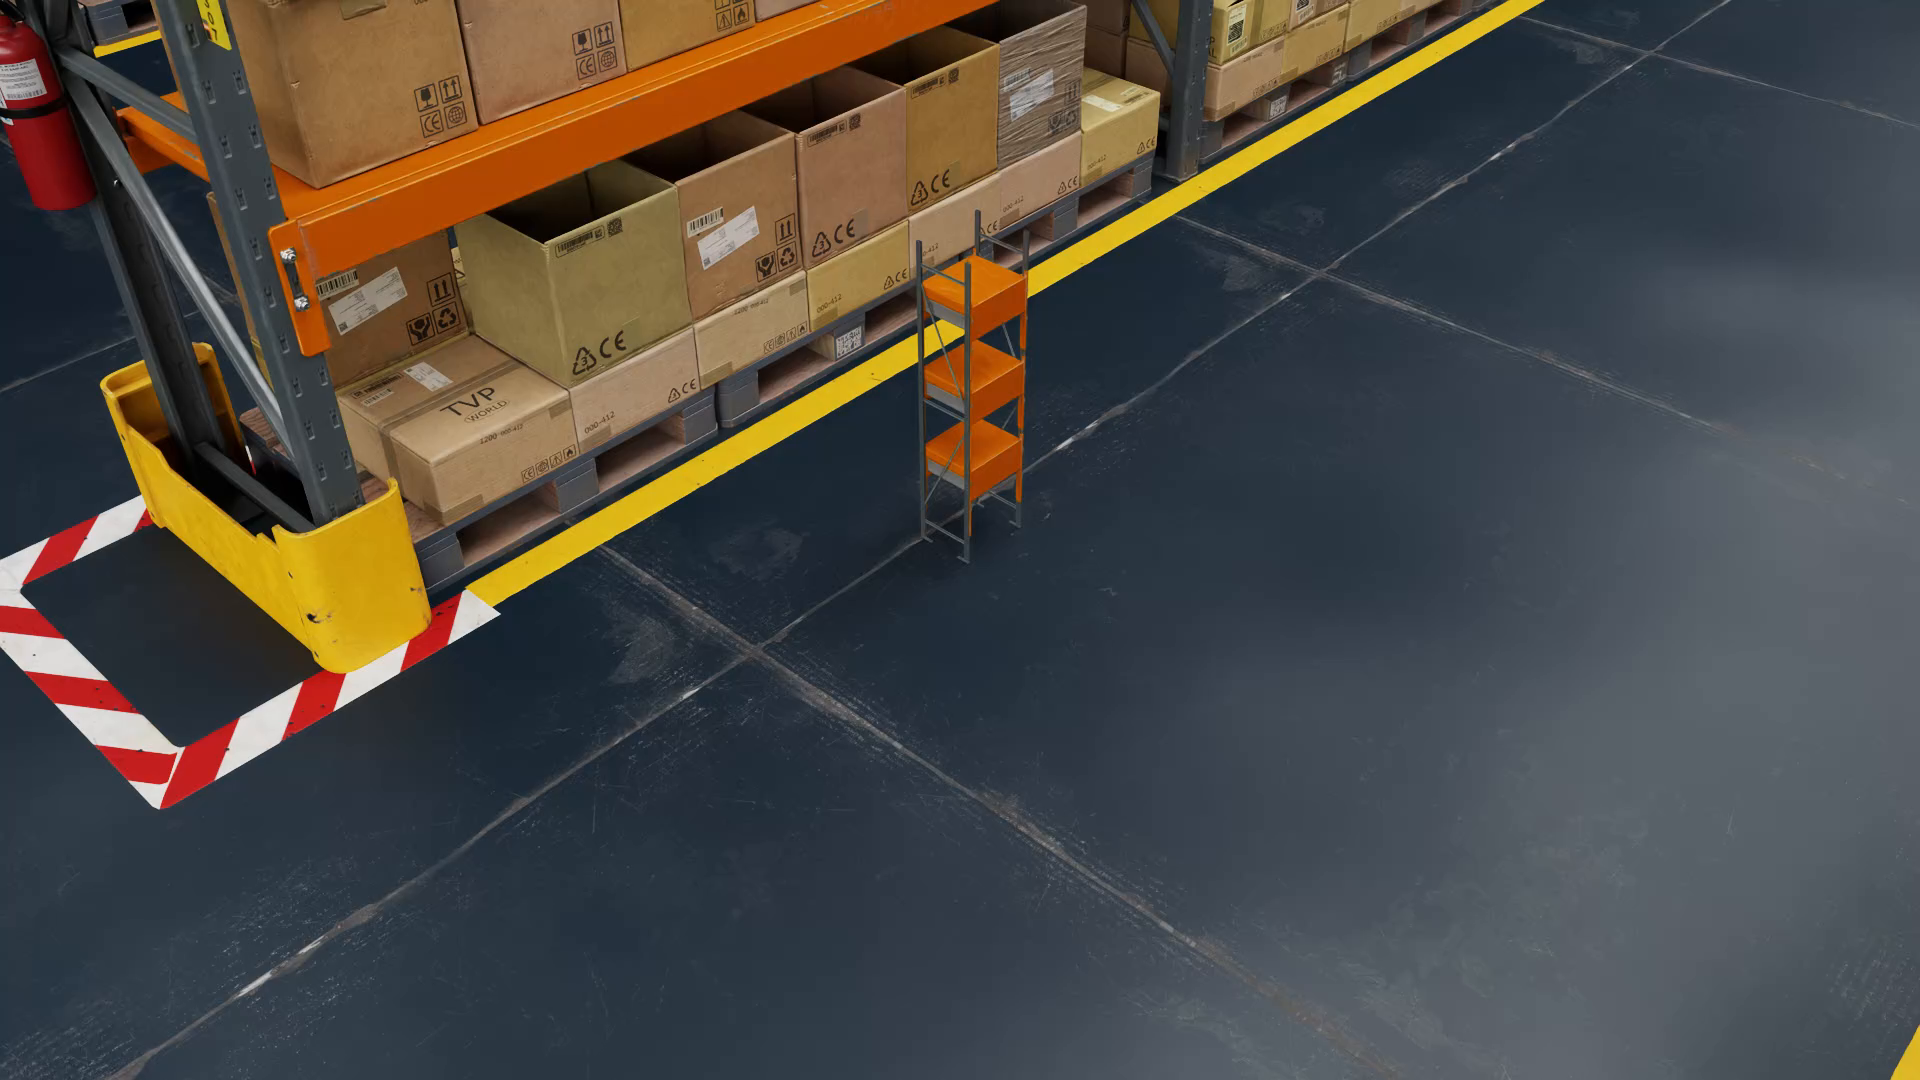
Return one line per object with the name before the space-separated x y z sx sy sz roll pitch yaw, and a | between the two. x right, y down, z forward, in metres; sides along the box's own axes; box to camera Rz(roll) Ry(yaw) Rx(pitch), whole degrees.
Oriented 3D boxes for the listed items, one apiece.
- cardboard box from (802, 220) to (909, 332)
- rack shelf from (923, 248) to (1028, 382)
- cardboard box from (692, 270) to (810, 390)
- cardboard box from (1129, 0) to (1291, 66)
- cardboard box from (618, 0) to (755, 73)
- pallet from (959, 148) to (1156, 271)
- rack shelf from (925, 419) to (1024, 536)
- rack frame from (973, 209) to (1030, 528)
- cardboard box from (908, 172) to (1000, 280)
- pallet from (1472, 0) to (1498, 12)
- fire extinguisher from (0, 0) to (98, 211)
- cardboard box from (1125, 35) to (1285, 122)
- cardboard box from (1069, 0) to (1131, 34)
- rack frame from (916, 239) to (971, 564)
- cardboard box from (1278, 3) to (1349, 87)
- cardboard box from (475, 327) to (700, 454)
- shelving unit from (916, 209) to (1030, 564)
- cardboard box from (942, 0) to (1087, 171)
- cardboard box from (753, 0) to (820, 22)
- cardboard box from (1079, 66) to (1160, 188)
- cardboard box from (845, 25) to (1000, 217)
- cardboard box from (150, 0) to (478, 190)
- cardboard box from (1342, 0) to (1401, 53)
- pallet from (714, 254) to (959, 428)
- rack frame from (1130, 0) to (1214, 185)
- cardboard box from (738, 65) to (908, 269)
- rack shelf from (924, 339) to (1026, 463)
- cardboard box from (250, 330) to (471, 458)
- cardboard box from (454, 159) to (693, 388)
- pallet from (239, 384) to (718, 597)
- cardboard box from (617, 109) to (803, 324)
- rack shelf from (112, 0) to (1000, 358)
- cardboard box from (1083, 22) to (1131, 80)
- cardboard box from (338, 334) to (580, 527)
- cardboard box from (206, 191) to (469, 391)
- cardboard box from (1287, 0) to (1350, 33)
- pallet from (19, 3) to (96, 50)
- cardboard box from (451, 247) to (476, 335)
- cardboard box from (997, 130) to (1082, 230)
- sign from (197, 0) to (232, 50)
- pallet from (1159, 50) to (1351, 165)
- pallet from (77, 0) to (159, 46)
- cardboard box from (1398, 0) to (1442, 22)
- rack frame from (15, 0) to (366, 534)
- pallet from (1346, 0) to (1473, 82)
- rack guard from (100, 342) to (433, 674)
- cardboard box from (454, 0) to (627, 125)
cardboard box | -0.534 -1.039 6.018 0.500 0.250 0.500 30 47 32
rack shelf | 0.036 -0.649 4.784 0.215 0.259 0.240 30 47 32
cardboard box | -0.875 -0.811 5.732 0.500 0.250 0.500 30 47 32
cardboard box | 1.088 -2.340 7.203 0.500 0.311 0.500 30 47 32
cardboard box | -1.059 -1.826 5.056 0.700 0.500 0.500 30 47 32
pallet | 0.058 -1.508 6.976 1.003 0.211 1.213 30 47 32
rack shelf | 0.036 -0.210 5.134 0.215 0.259 0.240 30 47 32
rack frame | 0.118 -0.492 5.025 0.200 1.050 0.008 30 47 32
cardboard box | -0.197 -1.269 6.307 0.500 0.250 0.500 30 47 32
pallet | 2.740 -3.331 9.269 1.003 0.211 1.213 30 47 32
fire extinguisher | -2.496 -1.219 4.436 0.296 0.674 0.183 30 47 32
cardboard box | 1.081 -2.116 7.373 0.500 0.250 0.500 28 47 31
cardboard box | 0.687 -2.561 7.482 0.500 0.311 0.500 30 47 32
rack frame | -0.046 -0.379 4.884 0.200 1.050 0.008 30 47 32
cardboard box | 1.427 -2.350 7.668 0.500 0.250 0.500 31 48 33
cardboard box | -1.212 -0.581 5.443 0.500 0.250 0.500 30 47 32
shelving unit | 0.036 -0.435 4.954 0.215 1.050 0.252 30 47 32
cardboard box | 0.128 -1.799 6.371 0.500 0.500 0.500 30 47 32
cardboard box | -0.706 -2.070 5.362 0.700 0.500 0.500 31 48 33
cardboard box | 0.474 -1.730 6.887 0.500 0.250 0.500 30 47 32
cardboard box | -0.206 -1.567 6.080 0.500 0.500 0.500 30 47 32
cardboard box | -1.748 -1.357 4.466 0.700 0.500 0.500 30 47 32
cardboard box | 1.774 -2.589 7.968 0.500 0.250 0.500 28 46 31
pallet | -0.765 -0.944 6.268 1.003 0.211 1.213 30 47 32
rack frame | 0.626 -2.947 6.546 1.000 3.000 0.127 30 47 32
cardboard box | -0.533 -1.332 5.784 0.500 0.500 0.500 30 47 32
rack shelf | 0.036 -0.427 4.961 0.215 0.259 0.240 30 47 32
cardboard box | -1.929 -0.568 5.426 0.500 0.250 0.500 30 47 32
cardboard box | -1.211 -0.874 5.209 0.500 0.500 0.500 30 47 32
pallet | -1.588 -0.387 5.566 1.003 0.211 1.213 30 47 32
cardboard box | -0.883 -1.109 5.504 0.500 0.500 0.500 30 47 32
rack shelf | -0.724 -1.746 5.614 1.077 0.370 4.000 30 47 32
cardboard box | 0.691 -2.347 7.663 0.500 0.250 0.500 29 47 31
cardboard box | -1.547 -0.350 5.152 0.500 0.250 0.500 30 47 32
cardboard box | -1.931 -0.862 5.193 0.500 0.500 0.500 30 47 32
cardboard box | 1.430 -2.567 7.490 0.500 0.311 0.500 29 47 31
pallet | -5.107 -2.489 8.211 1.003 0.211 1.213 30 47 32
cardboard box | -1.601 -0.802 5.721 0.500 0.250 0.500 30 47 32
cardboard box | 0.130 -1.504 6.604 0.500 0.250 0.500 30 47 32
sign | -1.667 -1.243 3.644 0.100 0.325 0.005 30 47 32
pallet | 1.094 -2.210 7.860 1.003 0.211 1.213 30 47 32
pallet | -4.283 -3.047 8.912 1.003 0.211 1.213 30 47 32
cardboard box | 2.118 -2.823 8.262 0.500 0.250 0.500 31 48 33
rack frame | -2.073 -1.109 4.235 1.000 3.000 0.127 30 47 32
pallet | 1.917 -2.773 8.568 1.003 0.211 1.213 30 47 32
rack guard | -2.089 -0.120 4.999 1.175 0.500 0.348 30 47 32
cardboard box | -1.398 -1.601 4.772 0.700 0.500 0.500 31 48 33
